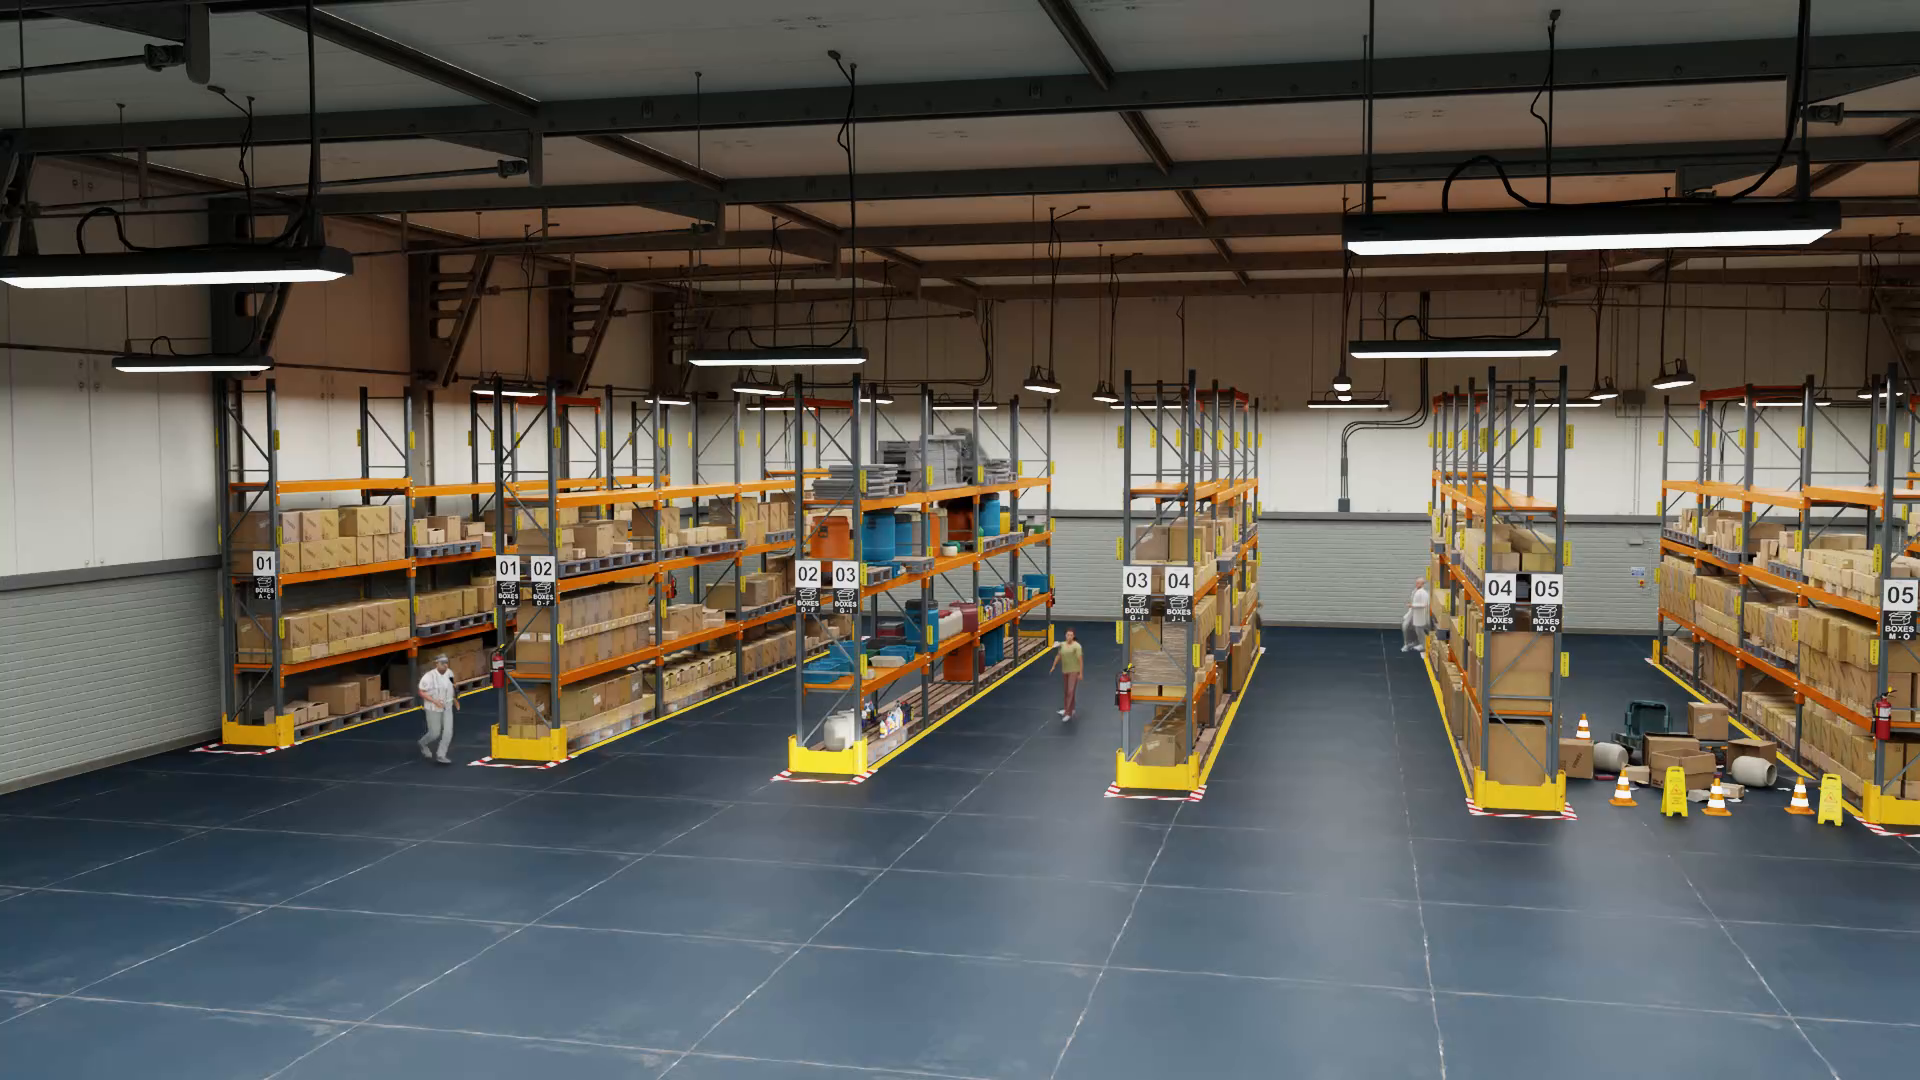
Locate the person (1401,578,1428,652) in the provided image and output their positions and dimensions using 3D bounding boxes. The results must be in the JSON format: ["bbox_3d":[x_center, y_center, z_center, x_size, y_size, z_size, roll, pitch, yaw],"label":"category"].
[{"bbox_3d":[10.839,1.782,39.259,0.755,1.795,0.680,-1,4,-20],"label":"person"}]

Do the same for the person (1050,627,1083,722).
[{"bbox_3d":[1.931,2.388,29.894,0.616,1.663,0.761,3,5,41],"label":"person"}]

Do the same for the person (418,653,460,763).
[{"bbox_3d":[-8.145,2.601,25.868,0.776,1.726,0.659,3,5,45],"label":"person"}]

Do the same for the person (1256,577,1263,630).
[{"bbox_3d":[7.098,1.732,40.595,0.614,1.723,0.695,0,3,3],"label":"person"}]
